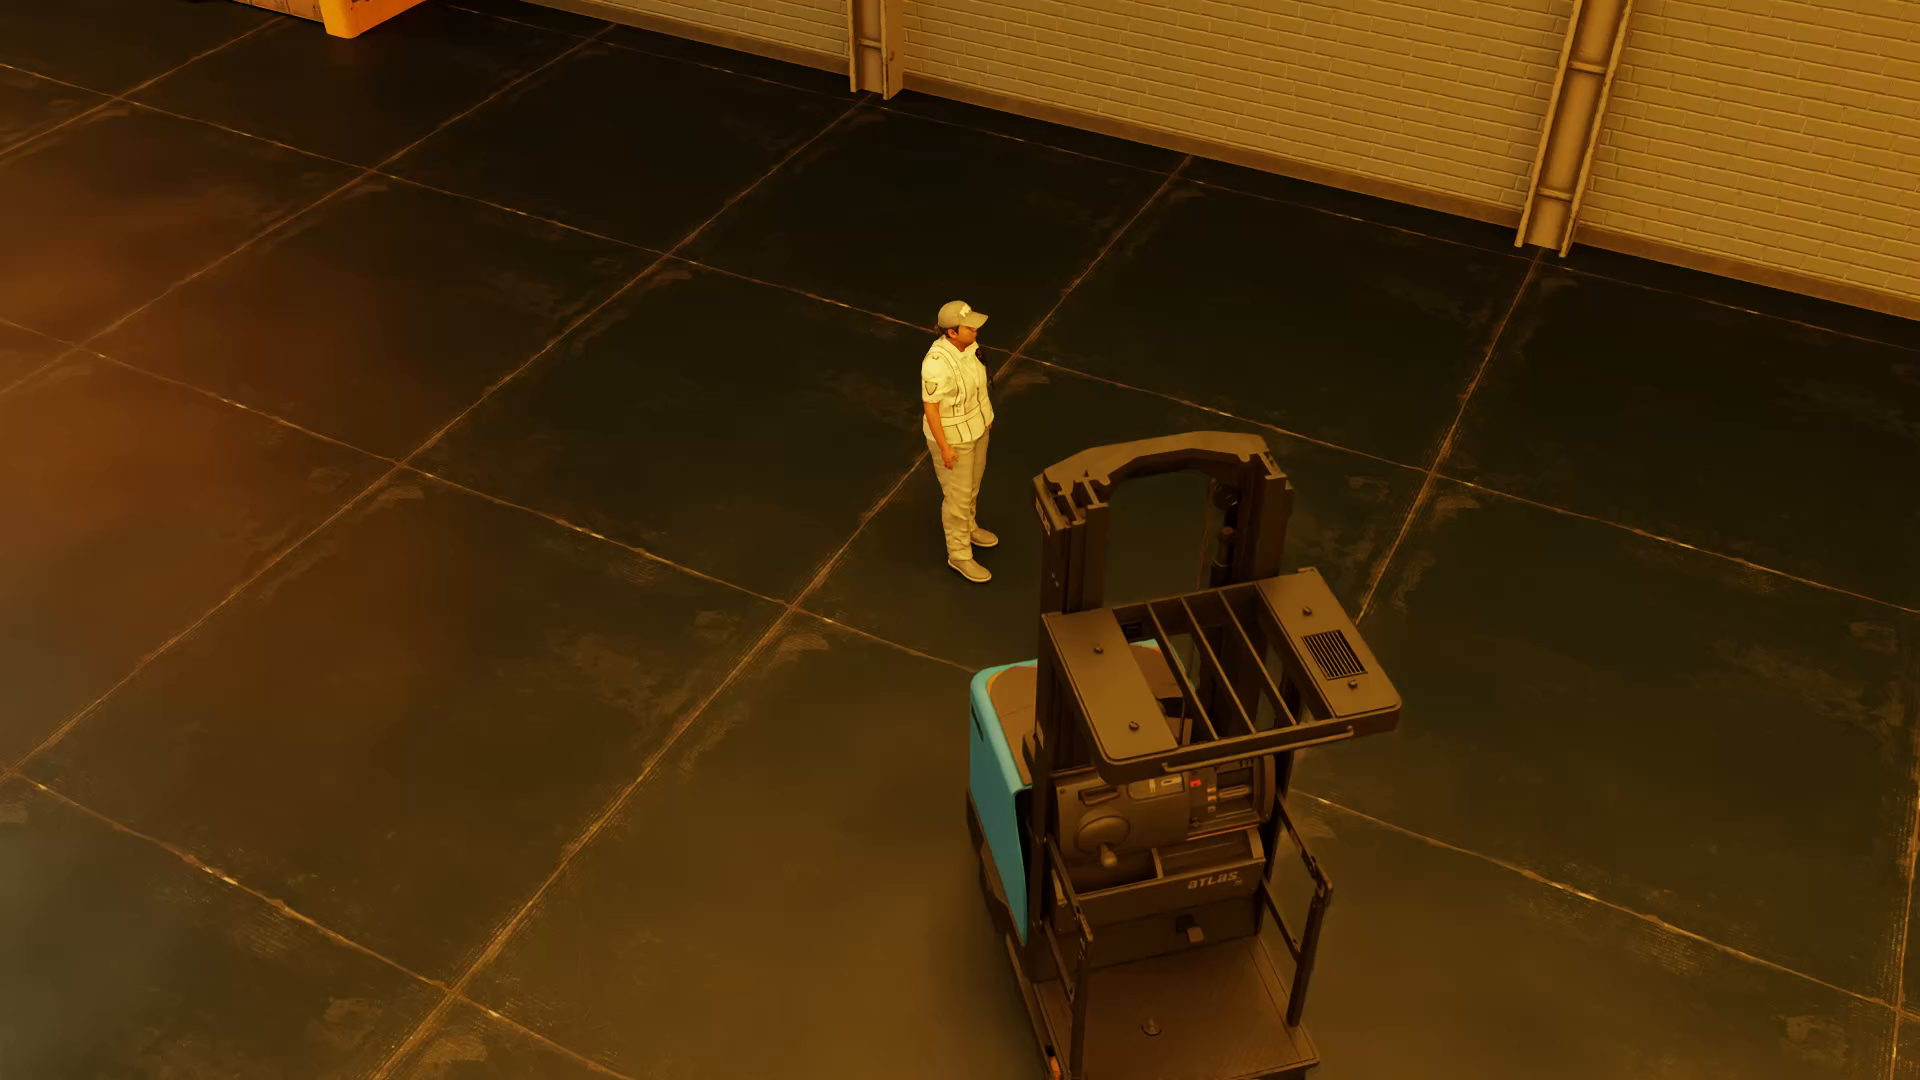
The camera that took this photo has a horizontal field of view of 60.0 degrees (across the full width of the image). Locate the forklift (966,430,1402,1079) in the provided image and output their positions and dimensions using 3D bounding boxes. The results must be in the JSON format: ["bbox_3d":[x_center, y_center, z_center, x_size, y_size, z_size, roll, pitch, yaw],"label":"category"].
[{"bbox_3d":[0.897,1.159,6.610,1.130,2.935,3.031,-9,41,-11],"label":"forklift"}]

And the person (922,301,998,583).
[{"bbox_3d":[0.057,-0.608,9.677,0.529,1.670,0.598,18,43,21],"label":"person"}]
